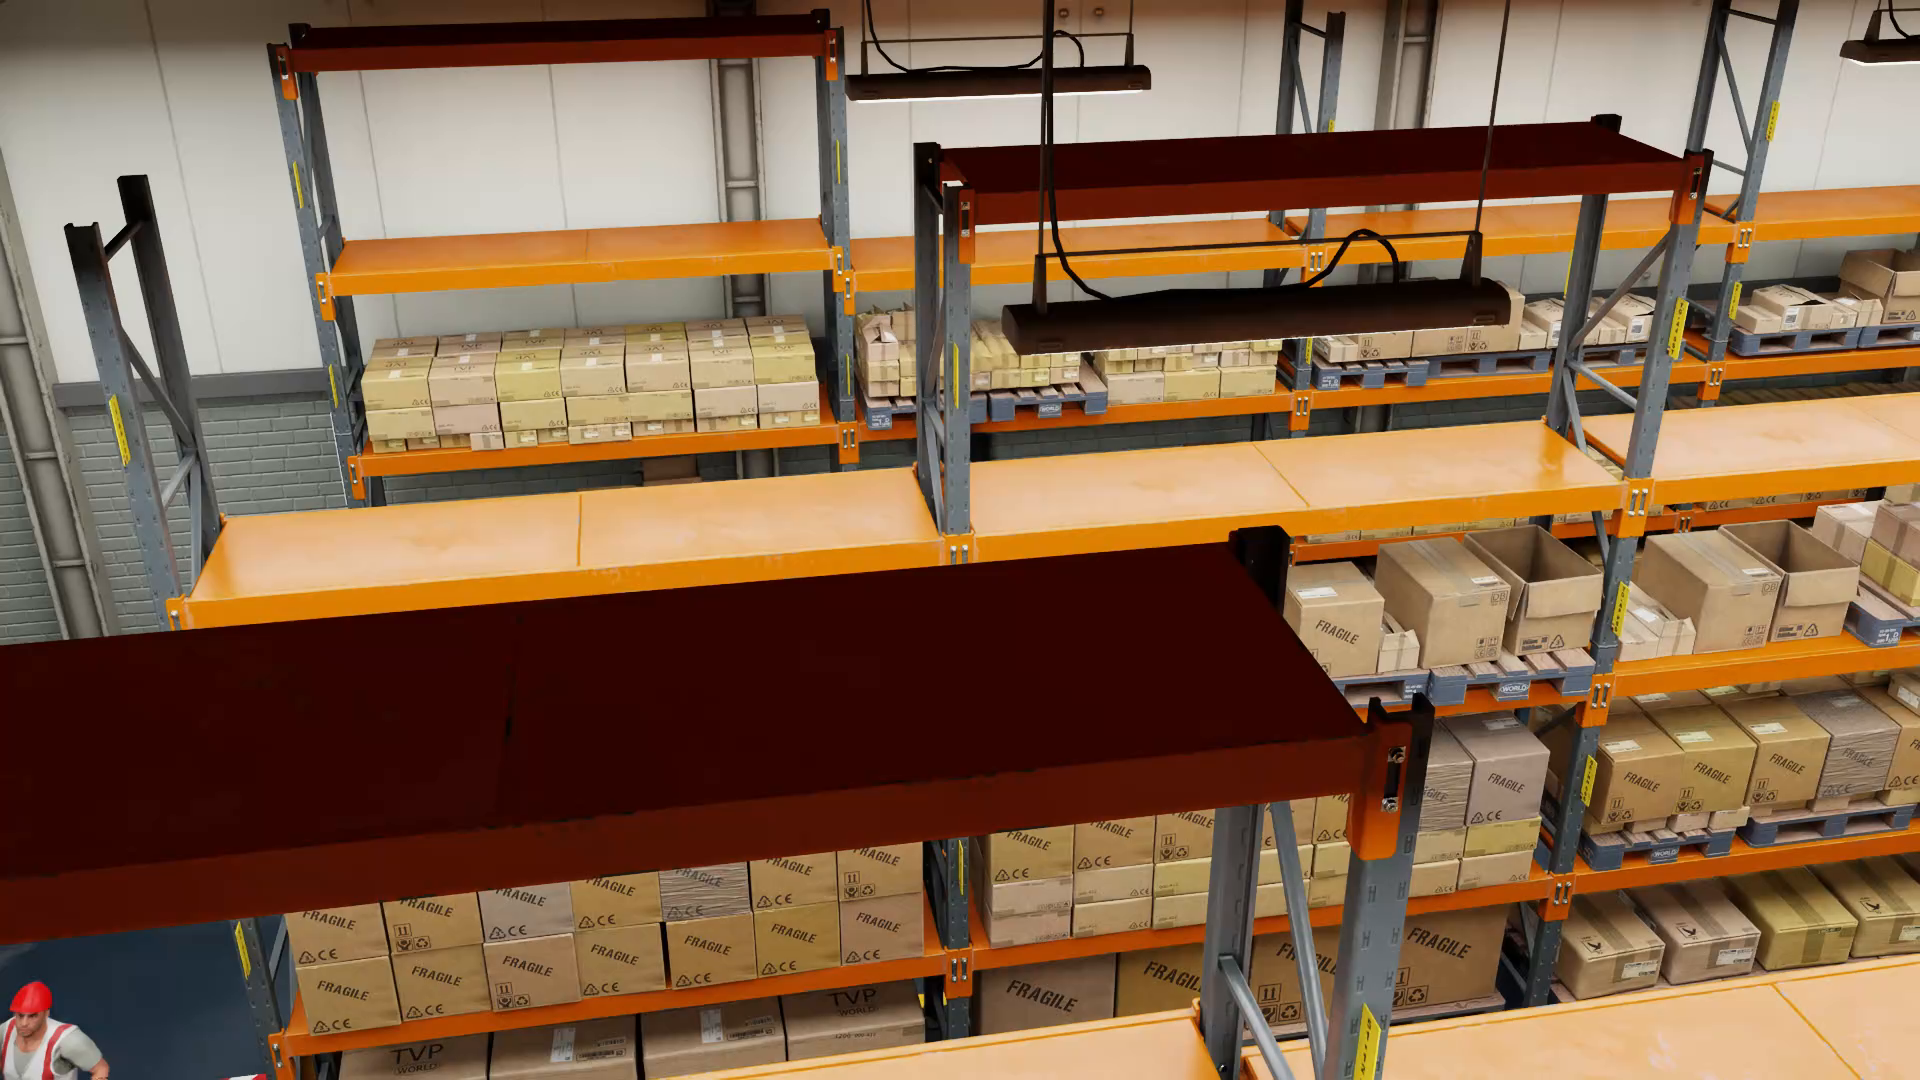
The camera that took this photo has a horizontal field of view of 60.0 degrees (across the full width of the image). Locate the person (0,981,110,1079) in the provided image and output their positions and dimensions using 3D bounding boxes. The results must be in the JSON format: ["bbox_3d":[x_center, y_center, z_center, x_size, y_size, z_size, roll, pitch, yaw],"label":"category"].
[{"bbox_3d":[-5.263,3.311,9.489,0.720,1.720,0.518,6,27,13],"label":"person"}]
